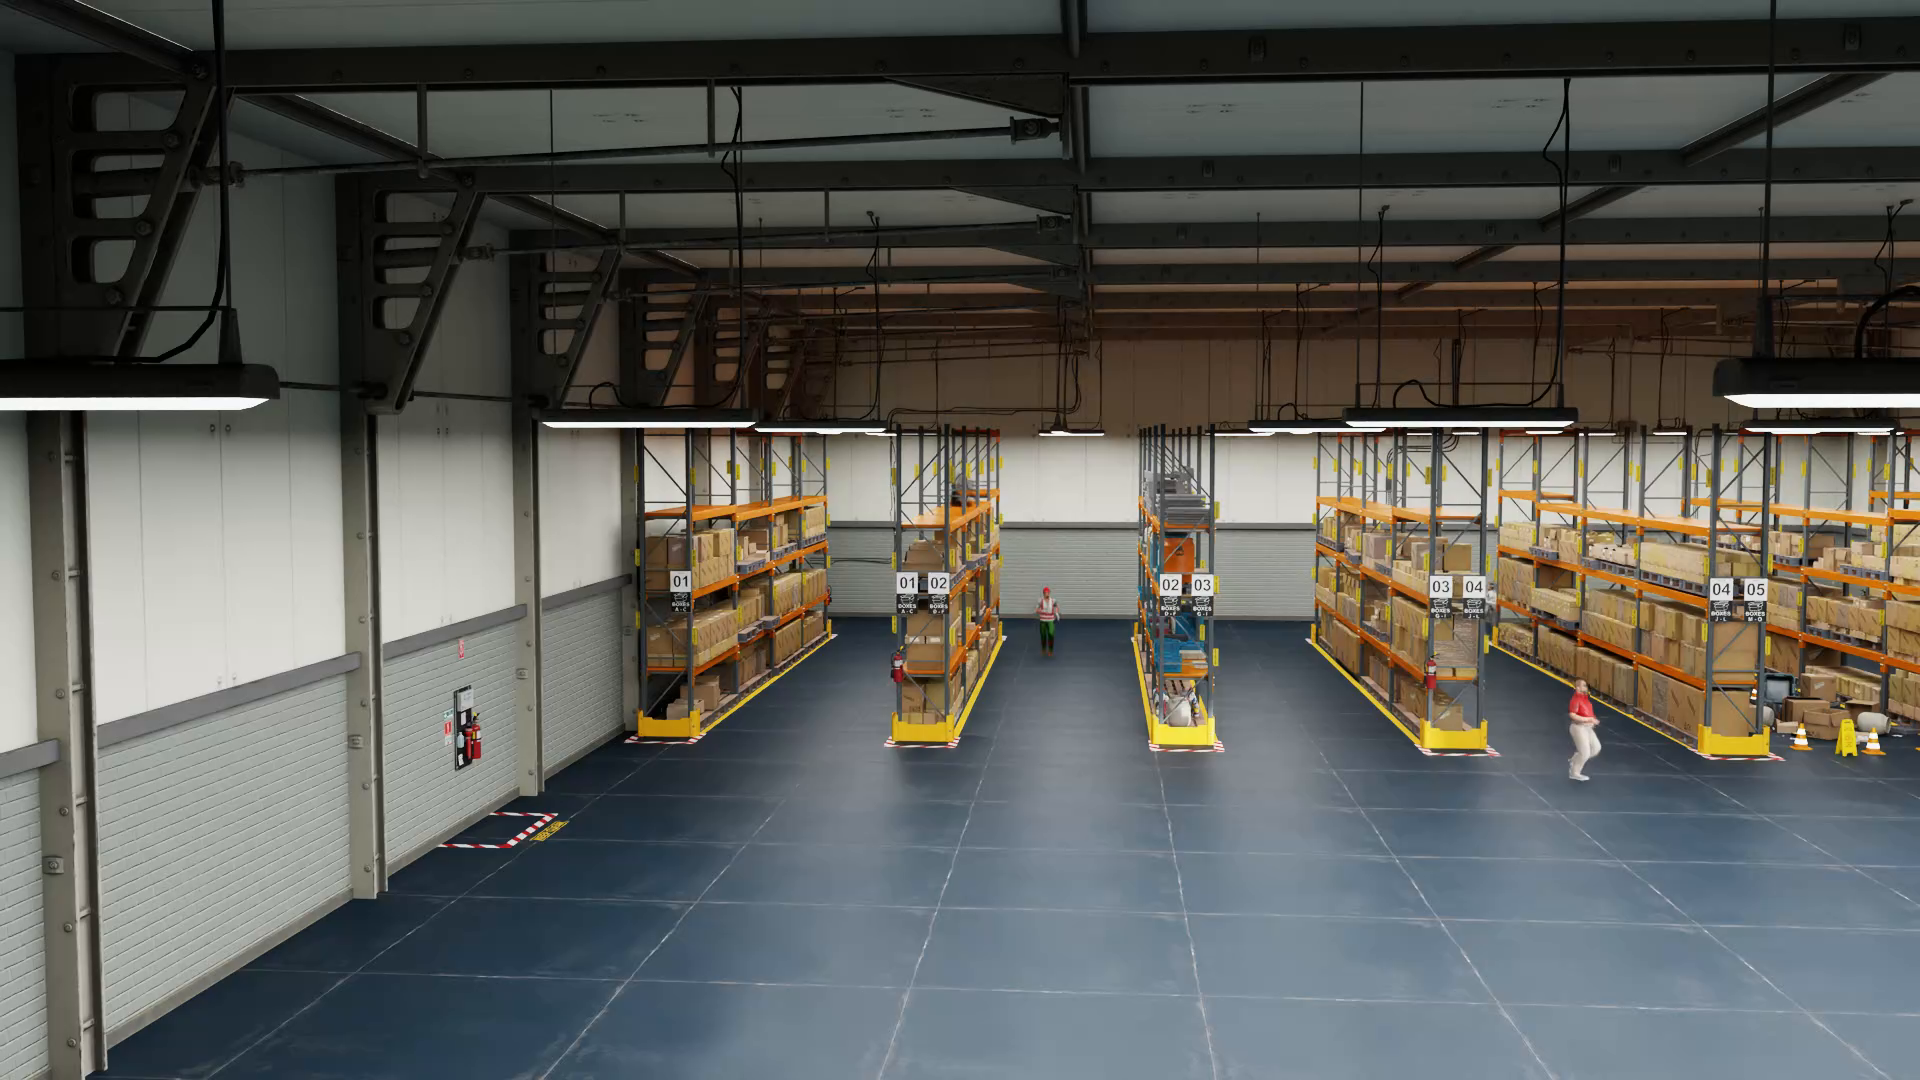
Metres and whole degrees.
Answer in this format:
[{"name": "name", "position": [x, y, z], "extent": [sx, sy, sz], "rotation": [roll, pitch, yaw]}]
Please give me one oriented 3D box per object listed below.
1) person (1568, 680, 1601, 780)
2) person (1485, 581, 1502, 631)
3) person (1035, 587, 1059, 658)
[{"name": "person", "position": [10.463, 3.179, 27.842], "extent": [0.606, 1.679, 0.653], "rotation": [3, 5, 41]}, {"name": "person", "position": [15.137, 2.009, 47.421], "extent": [0.857, 1.683, 0.651], "rotation": [0, 3, -3]}, {"name": "person", "position": [2.292, 2.164, 43.729], "extent": [0.647, 1.846, 0.794], "rotation": [0, 3, 2]}]
